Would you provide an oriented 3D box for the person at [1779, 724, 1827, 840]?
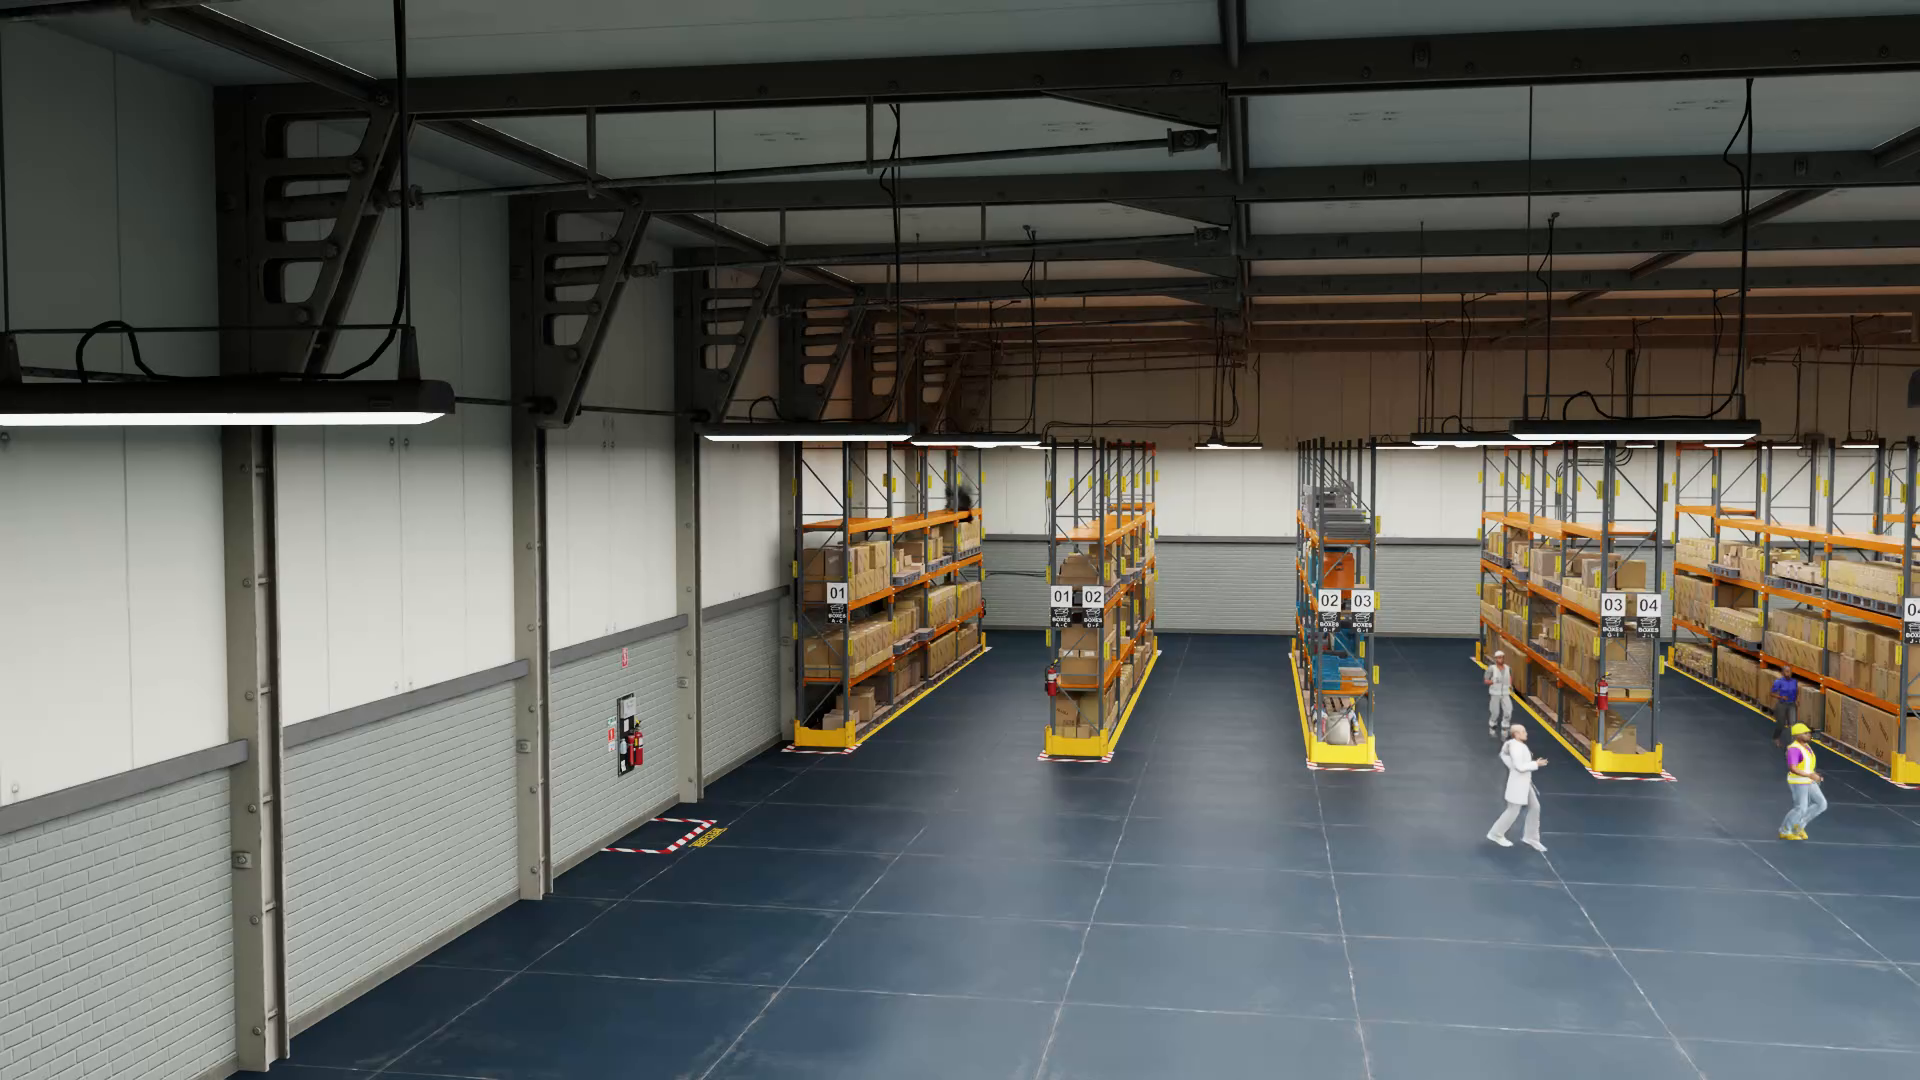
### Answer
[{"bbox_3d":[12.380,3.553,24.413,0.617,1.725,0.701,3,4,45],"label":"person"}]

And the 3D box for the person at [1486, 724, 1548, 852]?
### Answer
[{"bbox_3d":[8.008,3.555,23.873,0.832,1.831,0.685,1,3,26],"label":"person"}]

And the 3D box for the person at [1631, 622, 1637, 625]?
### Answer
[{"bbox_3d":[17.630,2.591,43.593,0.603,1.736,0.671,1,3,15],"label":"person"}]

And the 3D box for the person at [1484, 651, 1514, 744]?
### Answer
[{"bbox_3d":[10.612,3.092,32.688,0.632,1.836,0.736,0,3,2],"label":"person"}]

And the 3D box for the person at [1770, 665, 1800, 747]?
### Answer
[{"bbox_3d":[15.662,3.207,31.574,0.558,1.661,0.940,0,3,8],"label":"person"}]
